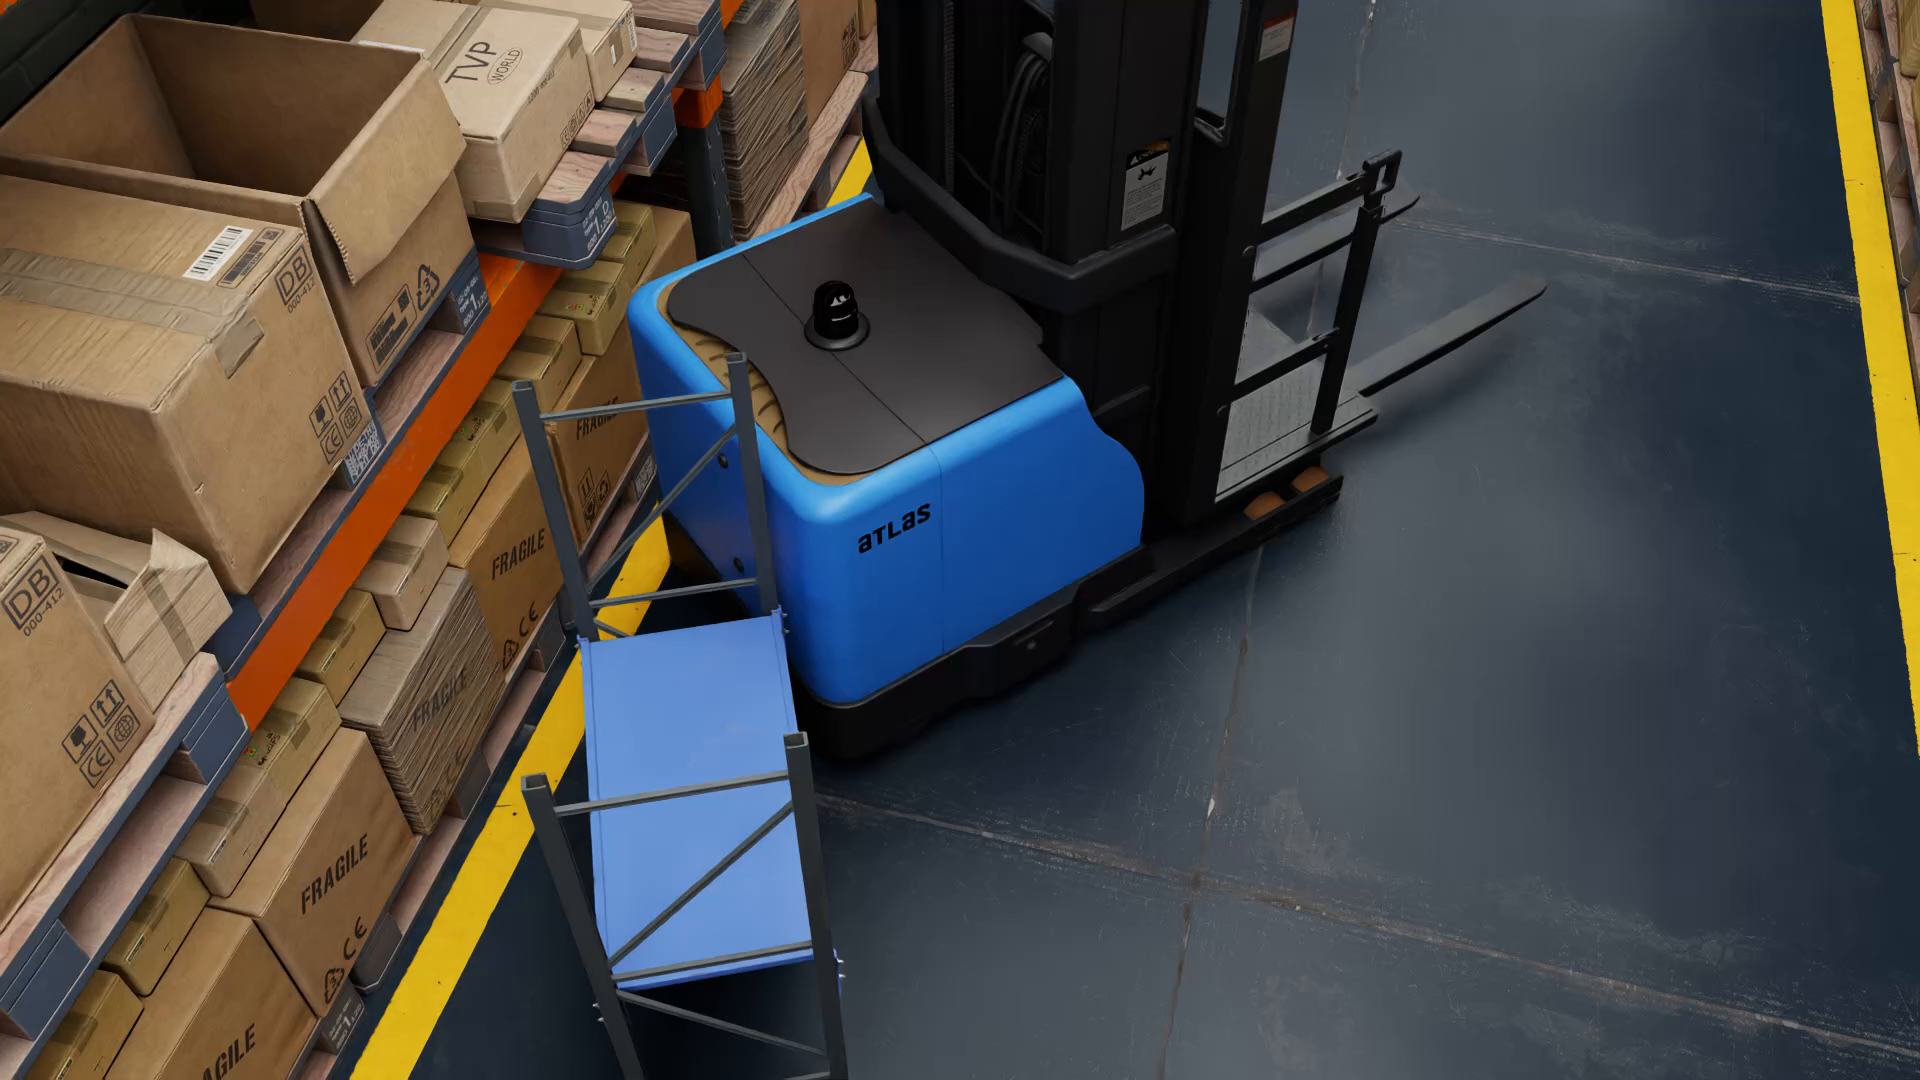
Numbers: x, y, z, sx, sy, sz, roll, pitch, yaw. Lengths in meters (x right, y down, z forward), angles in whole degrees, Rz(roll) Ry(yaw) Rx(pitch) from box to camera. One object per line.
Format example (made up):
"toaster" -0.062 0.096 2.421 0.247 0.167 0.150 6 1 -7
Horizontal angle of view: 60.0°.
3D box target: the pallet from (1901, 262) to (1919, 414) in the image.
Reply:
"pallet" 3.744 -0.442 5.500 1.003 0.211 1.213 12 50 10

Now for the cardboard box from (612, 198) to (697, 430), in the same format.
"cardboard box" -1.157 -0.740 5.290 0.500 0.500 0.500 13 50 11

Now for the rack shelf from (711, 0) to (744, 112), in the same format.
"rack shelf" -0.726 -2.986 6.364 1.077 0.370 4.000 12 50 10

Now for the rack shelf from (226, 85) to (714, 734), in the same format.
"rack shelf" -1.779 -0.092 3.811 1.077 0.370 4.000 12 50 10

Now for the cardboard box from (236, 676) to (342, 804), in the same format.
"cardboard box" -1.671 0.426 3.828 0.380 0.149 0.250 13 50 11

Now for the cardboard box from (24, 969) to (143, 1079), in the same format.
"cardboard box" -1.900 0.979 3.339 0.380 0.149 0.250 9 49 8

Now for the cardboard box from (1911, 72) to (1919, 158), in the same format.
"cardboard box" 4.087 -1.559 6.098 0.950 0.372 0.625 13 50 11

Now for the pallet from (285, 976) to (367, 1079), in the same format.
"pallet" -2.128 1.443 3.835 1.003 0.211 1.213 12 50 10

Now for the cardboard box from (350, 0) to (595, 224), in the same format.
"cardboard box" -1.218 -1.039 3.987 0.500 0.250 0.500 9 49 8

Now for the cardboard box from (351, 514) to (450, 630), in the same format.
"cardboard box" -1.514 0.057 4.153 0.380 0.149 0.250 9 49 8

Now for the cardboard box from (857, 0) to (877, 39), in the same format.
"cardboard box" -0.734 -2.540 6.795 0.875 0.625 0.625 10 49 8

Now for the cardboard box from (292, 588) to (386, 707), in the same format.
"cardboard box" -1.628 0.225 4.005 0.380 0.149 0.250 12 50 10

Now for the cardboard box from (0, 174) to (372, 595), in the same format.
"cardboard box" -1.620 -0.304 3.171 0.700 0.500 0.500 11 50 10

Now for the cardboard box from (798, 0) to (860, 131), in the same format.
"cardboard box" -0.911 -2.053 6.365 0.875 0.625 0.625 13 50 11

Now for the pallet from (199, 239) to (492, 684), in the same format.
"pallet" -1.760 -0.306 3.647 1.003 0.211 1.213 12 50 10

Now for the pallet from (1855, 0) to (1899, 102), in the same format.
"pallet" 4.386 -2.207 7.057 1.003 0.211 1.213 12 50 10

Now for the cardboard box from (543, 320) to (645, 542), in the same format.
"cardboard box" -1.298 -0.381 4.972 0.500 0.500 0.500 11 49 9

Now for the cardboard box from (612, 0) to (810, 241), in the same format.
"cardboard box" -1.075 -1.579 5.946 0.875 0.625 0.625 13 50 11

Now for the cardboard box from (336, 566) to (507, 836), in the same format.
"cardboard box" -1.552 0.378 4.303 0.500 0.500 0.500 10 49 9

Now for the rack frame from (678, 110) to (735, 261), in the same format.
"rack frame" -1.253 -1.777 4.818 1.000 3.000 0.127 12 50 10

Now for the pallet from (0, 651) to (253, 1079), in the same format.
"pallet" -1.990 0.623 2.827 1.003 0.211 1.213 12 50 10

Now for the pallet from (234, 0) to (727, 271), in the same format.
"pallet" -1.363 -1.209 4.445 1.213 0.211 1.003 12 50 10

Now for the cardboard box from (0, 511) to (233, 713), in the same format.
"cardboard box" -1.570 0.093 2.977 0.396 0.266 0.258 14 50 12

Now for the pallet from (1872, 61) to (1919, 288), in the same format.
"pallet" 4.067 -1.322 6.276 1.003 0.211 1.213 12 50 10

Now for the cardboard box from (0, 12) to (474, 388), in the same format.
"cardboard box" -1.504 -0.733 3.547 0.797 0.503 0.637 11 49 9

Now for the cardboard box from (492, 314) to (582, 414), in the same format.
"cardboard box" -1.292 -0.511 4.655 0.380 0.149 0.250 10 49 9

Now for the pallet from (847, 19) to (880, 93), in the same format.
"pallet" -0.675 -2.322 7.158 1.003 0.211 1.213 12 50 10

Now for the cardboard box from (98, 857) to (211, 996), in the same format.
"cardboard box" -1.841 0.778 3.517 0.380 0.149 0.250 11 49 9

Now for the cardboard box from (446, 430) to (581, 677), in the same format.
"cardboard box" -1.434 -0.001 4.638 0.500 0.500 0.500 14 50 12

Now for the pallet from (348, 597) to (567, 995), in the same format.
"pallet" -1.809 0.558 4.617 1.003 0.211 1.213 12 50 10

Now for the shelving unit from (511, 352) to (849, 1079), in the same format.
"shelving unit" -0.612 0.508 3.802 0.538 1.500 1.048 -8 49 -7

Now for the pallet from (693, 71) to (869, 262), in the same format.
"pallet" -0.998 -1.442 6.382 1.003 0.211 1.213 12 50 10

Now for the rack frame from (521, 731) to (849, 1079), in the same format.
"rack frame" -0.515 0.882 3.471 0.500 1.500 0.032 -8 49 -7

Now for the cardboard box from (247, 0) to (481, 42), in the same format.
"cardboard box" -1.539 -1.608 4.321 0.500 0.500 0.500 14 50 12

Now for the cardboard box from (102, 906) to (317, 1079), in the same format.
"cardboard box" -1.830 1.112 3.655 0.500 0.500 0.500 11 49 10

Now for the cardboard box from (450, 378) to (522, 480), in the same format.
"cardboard box" -1.405 -0.329 4.494 0.380 0.149 0.250 13 50 11

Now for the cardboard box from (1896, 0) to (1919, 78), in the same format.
"cardboard box" 4.268 -2.062 6.542 0.950 0.372 0.625 14 50 12

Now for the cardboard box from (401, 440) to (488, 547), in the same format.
"cardboard box" -1.471 -0.148 4.335 0.380 0.149 0.250 11 49 9

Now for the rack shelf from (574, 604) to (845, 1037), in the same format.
"rack shelf" -0.612 0.627 3.936 0.538 0.185 1.000 -8 49 -7

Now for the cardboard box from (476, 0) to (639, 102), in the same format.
"cardboard box" -1.055 -1.282 4.268 0.380 0.149 0.250 12 50 11

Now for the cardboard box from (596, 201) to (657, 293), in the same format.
"cardboard box" -1.138 -0.896 4.995 0.380 0.149 0.250 9 49 8

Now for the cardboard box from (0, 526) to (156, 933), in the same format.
"cardboard box" -1.826 0.264 2.670 0.700 0.500 0.500 12 50 10

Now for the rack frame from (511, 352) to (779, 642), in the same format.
"rack frame" -0.709 0.134 4.132 0.500 1.500 0.032 -8 49 -7

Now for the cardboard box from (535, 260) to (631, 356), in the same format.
"cardboard box" -1.180 -0.693 4.815 0.380 0.149 0.250 9 49 8

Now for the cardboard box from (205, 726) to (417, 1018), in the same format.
"cardboard box" -1.695 0.752 3.973 0.500 0.500 0.500 10 49 9

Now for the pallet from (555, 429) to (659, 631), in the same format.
"pallet" -1.486 -0.322 5.393 1.003 0.211 1.213 12 50 10

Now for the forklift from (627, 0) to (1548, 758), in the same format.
"forklift" 0.599 -1.257 4.405 3.031 2.935 1.130 -28 54 -22

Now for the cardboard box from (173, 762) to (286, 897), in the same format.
"cardboard box" -1.739 0.605 3.670 0.380 0.149 0.250 11 50 10
